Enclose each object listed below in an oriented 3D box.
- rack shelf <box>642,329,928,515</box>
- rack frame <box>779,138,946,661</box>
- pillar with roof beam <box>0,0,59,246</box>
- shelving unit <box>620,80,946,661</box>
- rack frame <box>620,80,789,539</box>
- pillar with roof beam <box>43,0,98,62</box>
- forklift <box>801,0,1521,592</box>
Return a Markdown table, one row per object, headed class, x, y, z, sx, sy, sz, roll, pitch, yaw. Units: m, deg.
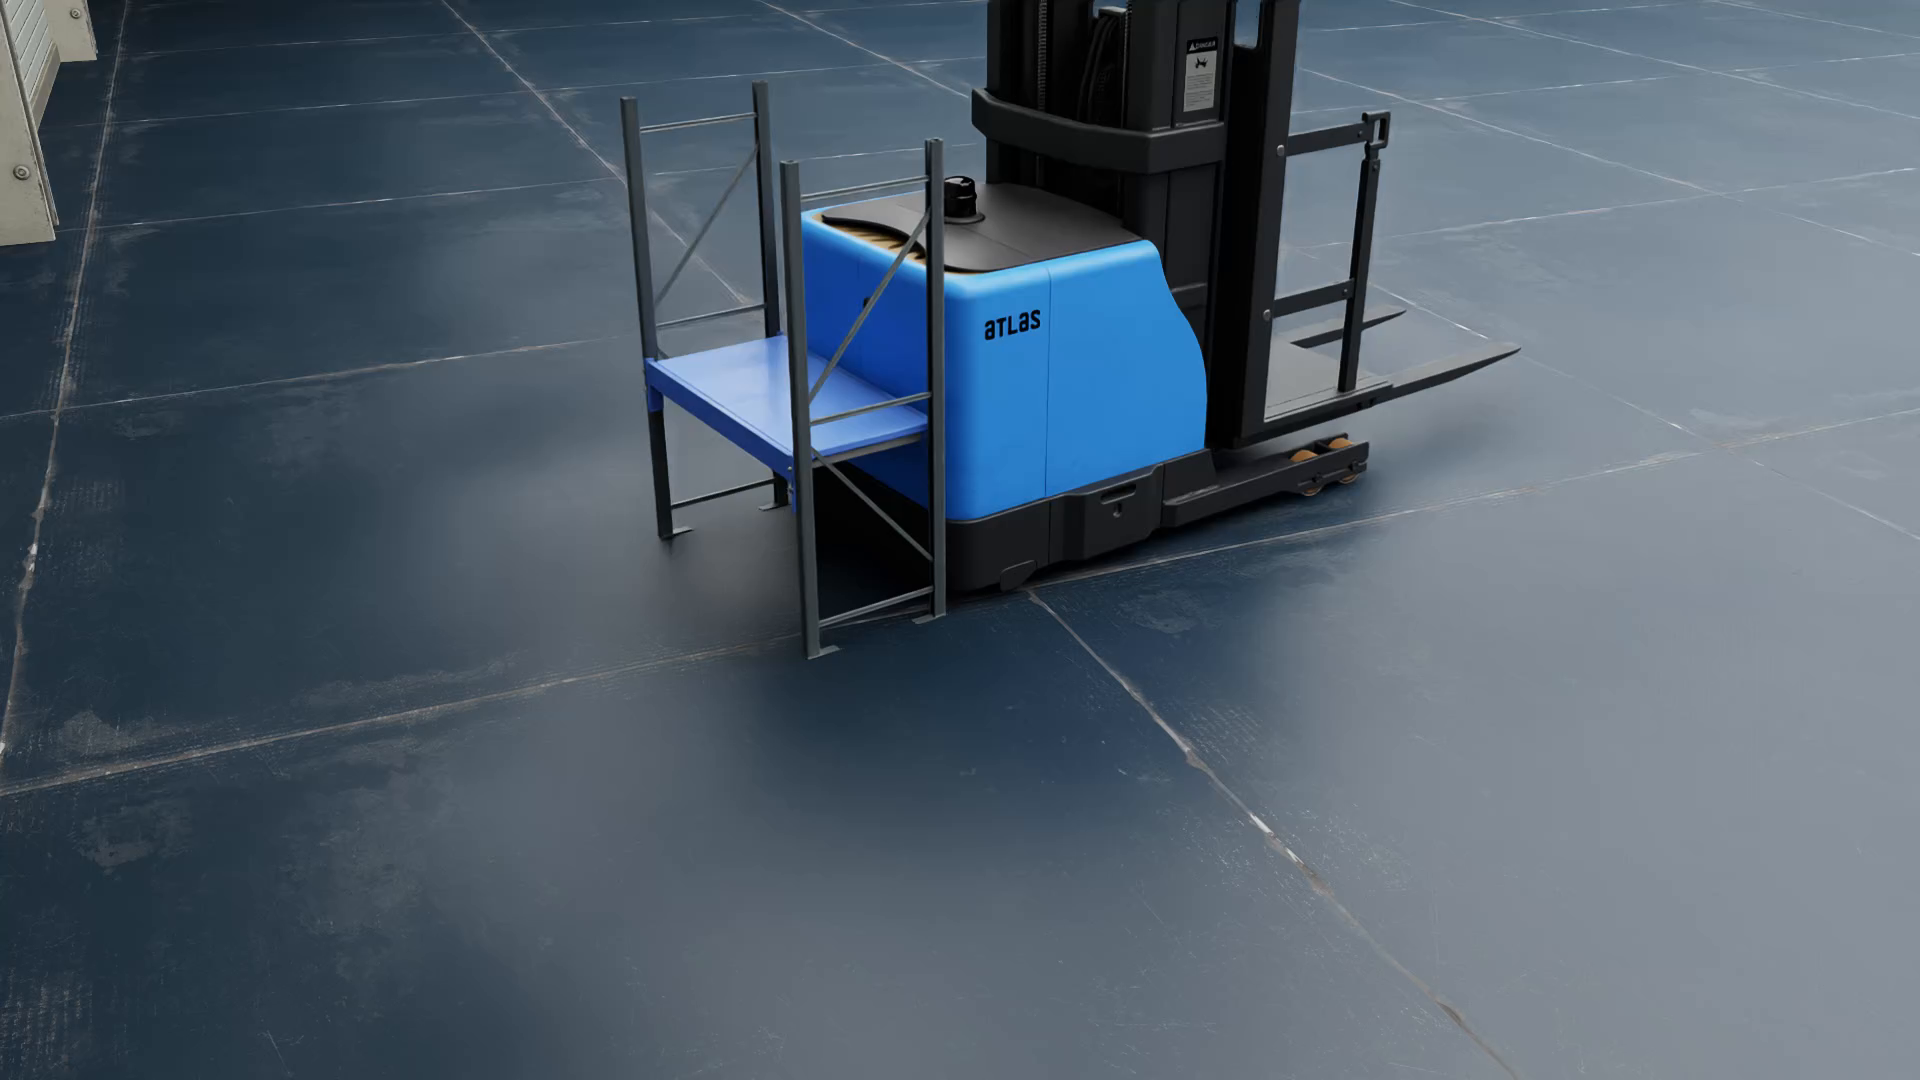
| class | x | y | z | sx | sy | sz | roll | pitch | yaw |
| --- | --- | --- | --- | --- | --- | --- | --- | --- | --- |
| rack shelf | -0.546 | -0.399 | 5.267 | 0.538 | 0.185 | 1.000 | -17 | 31 | -30 |
| rack frame | -0.260 | -0.376 | 4.811 | 0.500 | 1.500 | 0.032 | -17 | 31 | -30 |
| pillar with roof beam | -1.219 | -6.479 | 8.762 | 9.100 | 9.000 | 0.400 | -11 | 28 | -21 |
| shelving unit | -0.546 | -0.560 | 5.188 | 0.538 | 1.500 | 1.048 | -17 | 31 | -30 |
| rack frame | -0.833 | -0.745 | 5.566 | 0.500 | 1.500 | 0.032 | -17 | 31 | -30 |
| pillar with roof beam | -3.569 | -8.901 | 13.723 | 9.100 | 9.000 | 0.400 | -11 | 28 | -21 |
| forklift | 0.902 | -1.647 | 5.782 | 3.031 | 2.935 | 1.130 | -18 | 31 | -32 |
